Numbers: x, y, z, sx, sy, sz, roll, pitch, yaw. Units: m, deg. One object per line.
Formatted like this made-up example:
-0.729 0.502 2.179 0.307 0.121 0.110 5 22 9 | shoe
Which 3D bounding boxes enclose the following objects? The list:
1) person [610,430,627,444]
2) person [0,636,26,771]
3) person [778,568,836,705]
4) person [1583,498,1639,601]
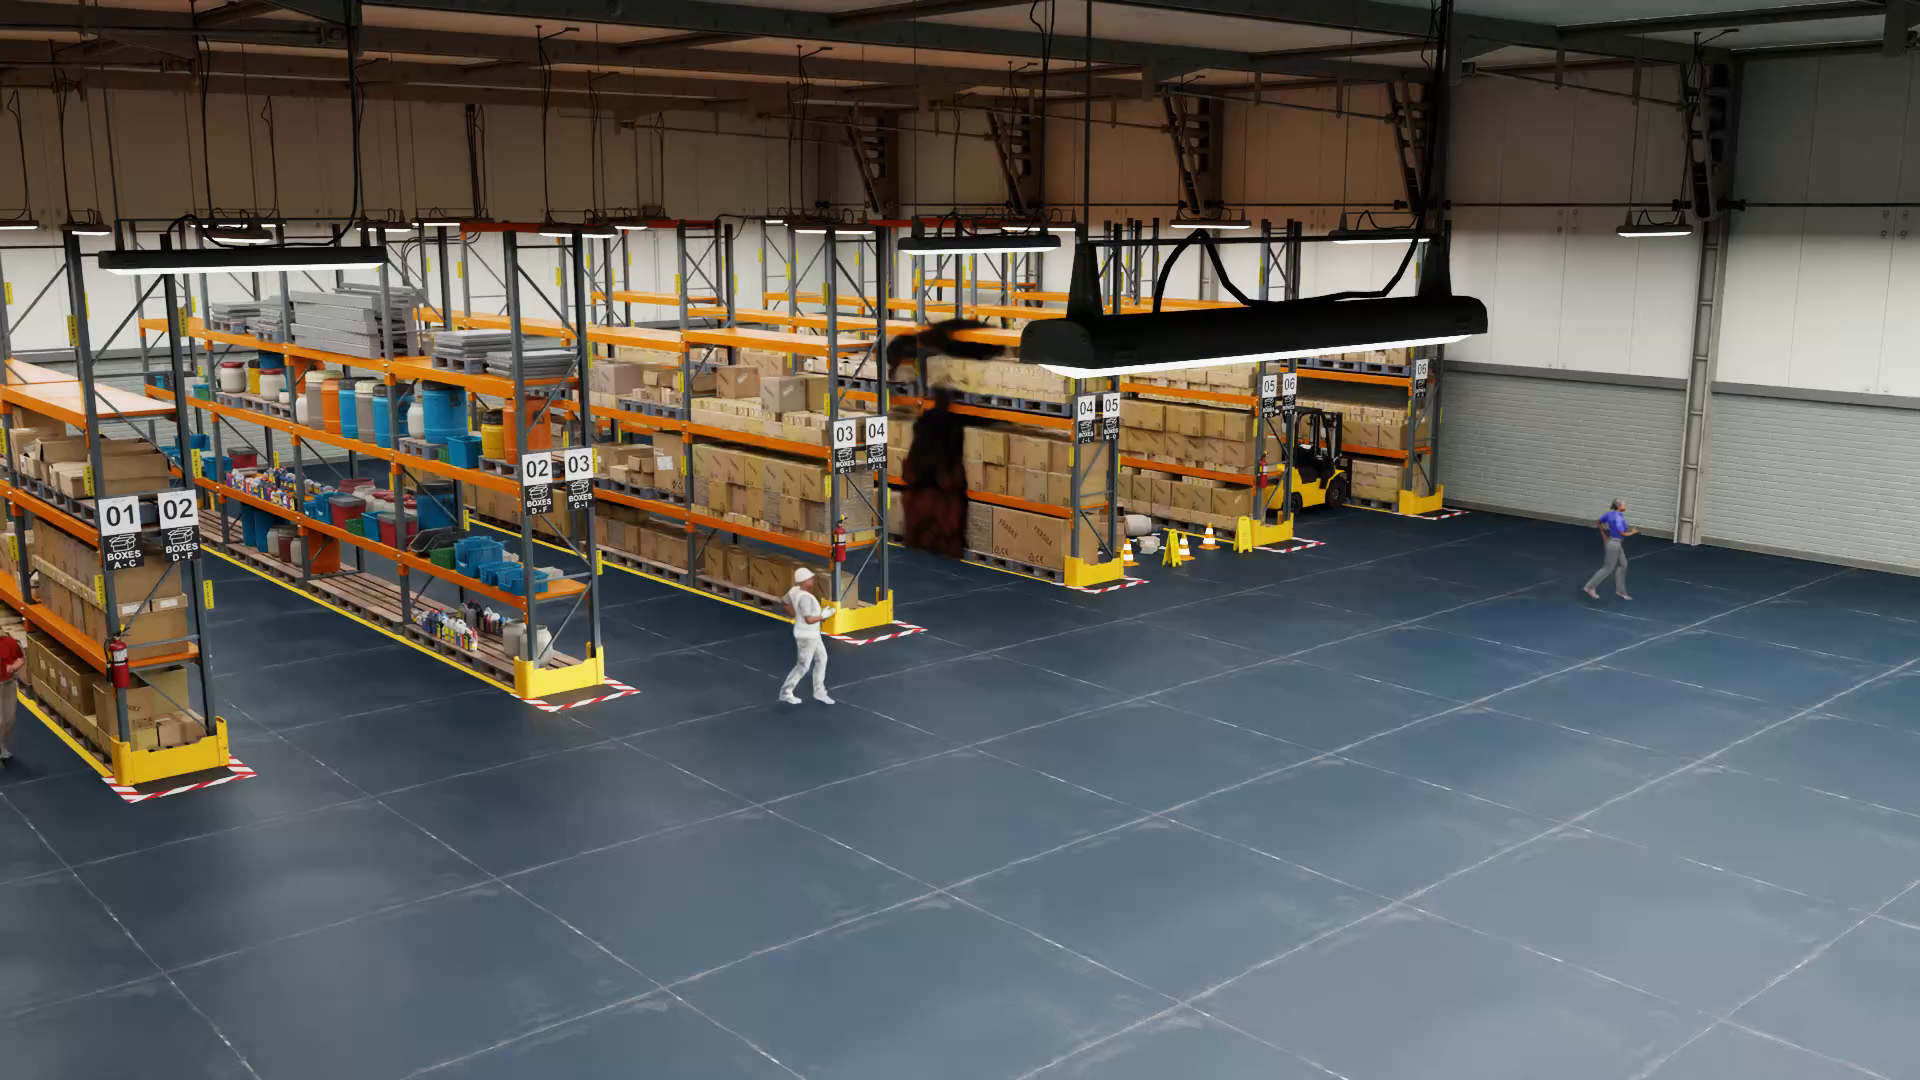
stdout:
-8.478 -2.797 41.231 0.861 1.777 0.693 1 11 3 | person
-10.951 1.751 18.919 0.735 1.782 0.636 10 15 39 | person
-1.952 1.250 21.125 0.752 1.835 0.659 -2 12 -8 | person
10.527 0.163 26.870 0.805 1.694 0.603 2 12 10 | person
